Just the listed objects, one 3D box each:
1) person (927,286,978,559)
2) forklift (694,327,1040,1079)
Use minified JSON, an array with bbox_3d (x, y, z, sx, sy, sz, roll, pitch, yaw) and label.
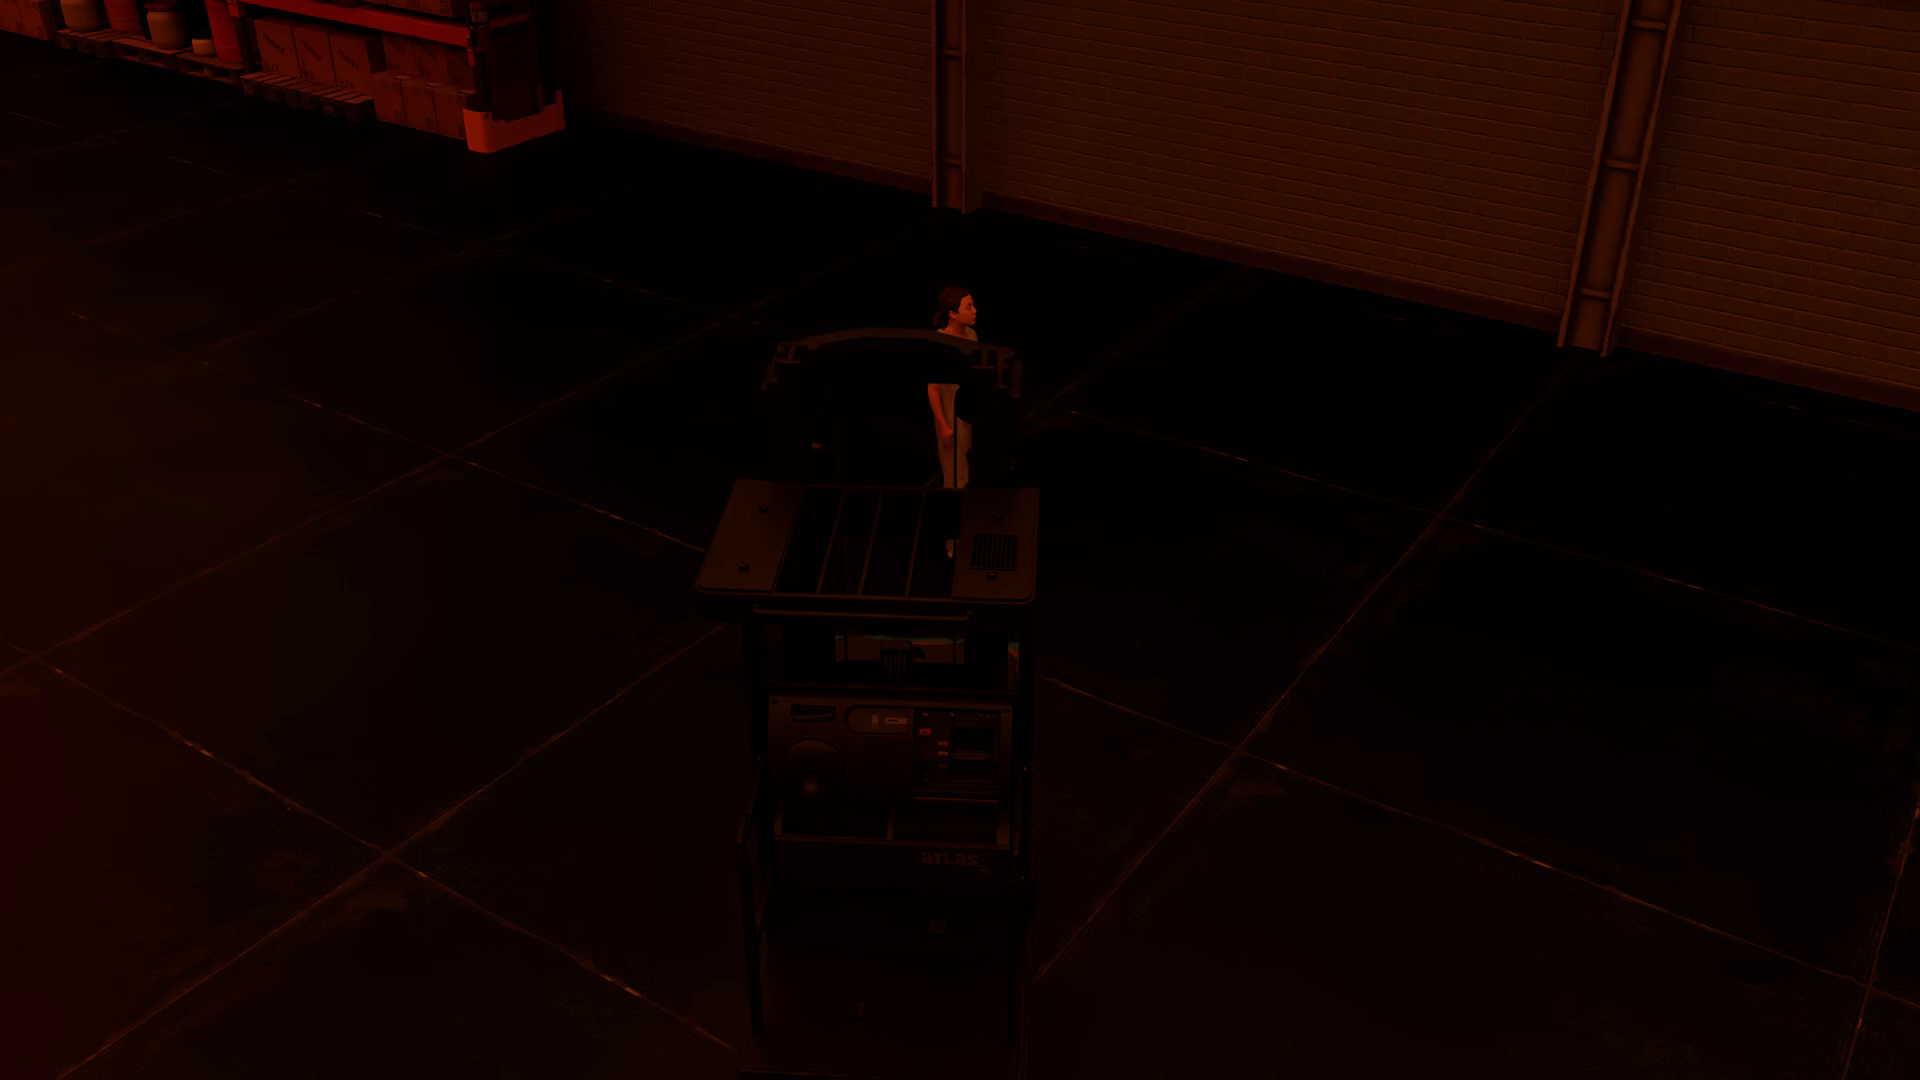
[{"bbox_3d":[0.053,-0.700,10.033,0.549,1.665,0.549,19,35,29],"label":"person"},{"bbox_3d":[-0.278,0.838,6.139,1.130,2.935,3.031,2,30,3],"label":"forklift"}]
